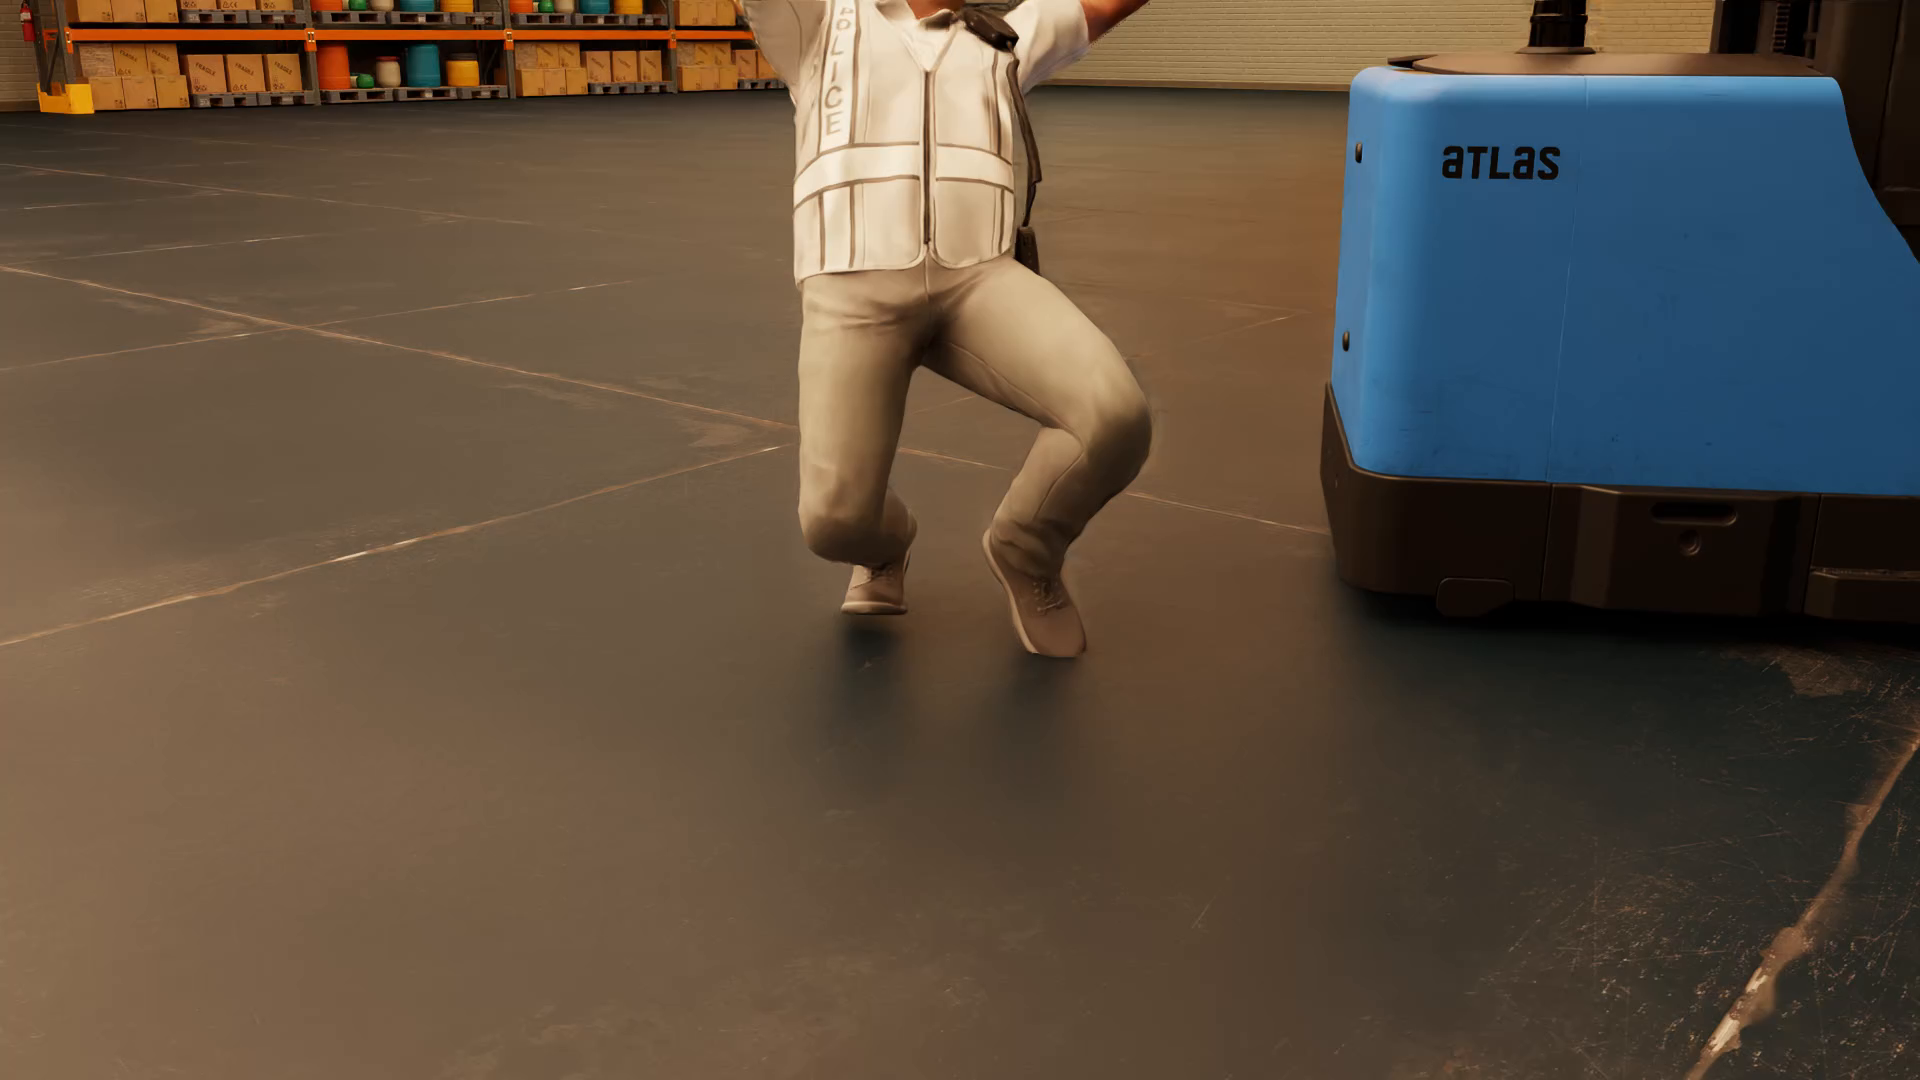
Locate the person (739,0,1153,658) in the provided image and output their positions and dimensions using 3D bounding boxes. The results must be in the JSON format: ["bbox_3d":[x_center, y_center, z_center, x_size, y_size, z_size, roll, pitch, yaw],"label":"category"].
[{"bbox_3d":[0.139,-0.595,3.155,1.098,1.680,0.865,-3,17,-11],"label":"person"}]

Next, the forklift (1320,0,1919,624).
[{"bbox_3d":[2.351,-1.311,3.216,3.031,2.935,1.130,3,17,8],"label":"forklift"}]
